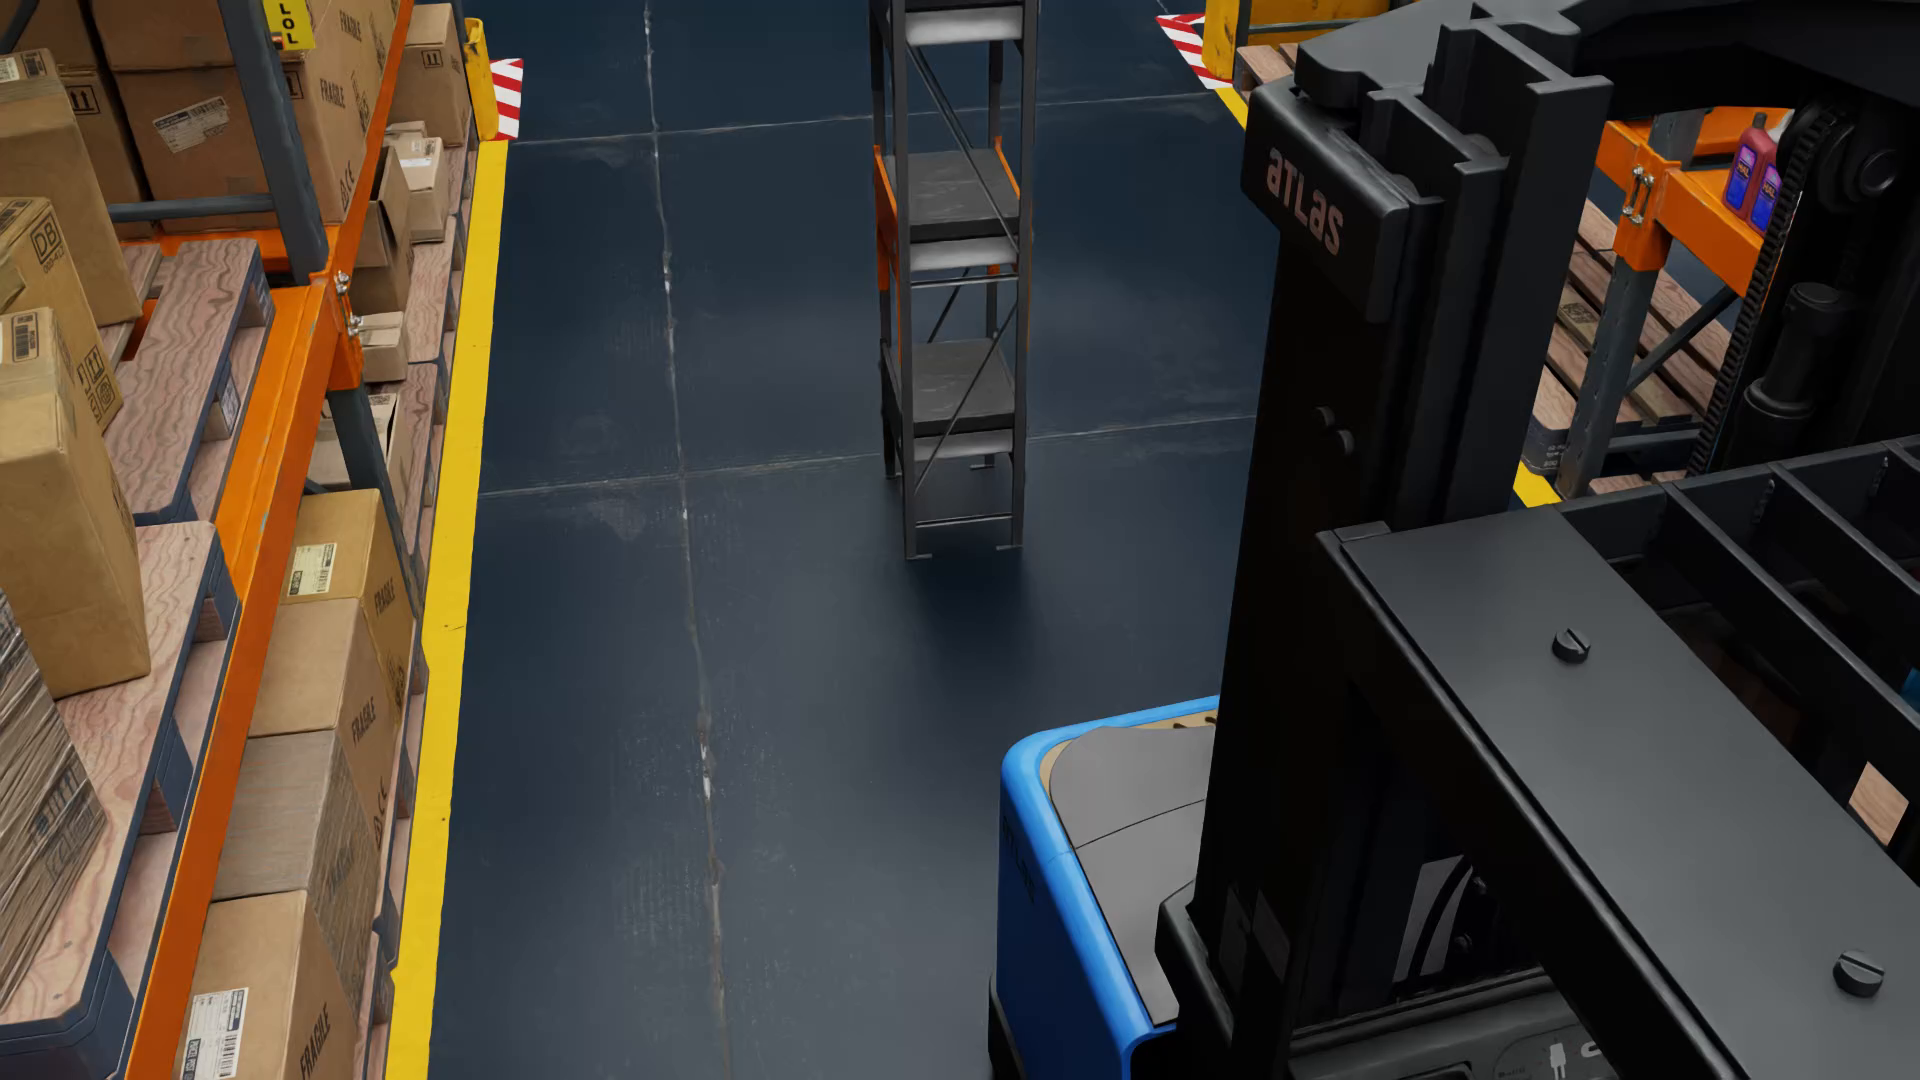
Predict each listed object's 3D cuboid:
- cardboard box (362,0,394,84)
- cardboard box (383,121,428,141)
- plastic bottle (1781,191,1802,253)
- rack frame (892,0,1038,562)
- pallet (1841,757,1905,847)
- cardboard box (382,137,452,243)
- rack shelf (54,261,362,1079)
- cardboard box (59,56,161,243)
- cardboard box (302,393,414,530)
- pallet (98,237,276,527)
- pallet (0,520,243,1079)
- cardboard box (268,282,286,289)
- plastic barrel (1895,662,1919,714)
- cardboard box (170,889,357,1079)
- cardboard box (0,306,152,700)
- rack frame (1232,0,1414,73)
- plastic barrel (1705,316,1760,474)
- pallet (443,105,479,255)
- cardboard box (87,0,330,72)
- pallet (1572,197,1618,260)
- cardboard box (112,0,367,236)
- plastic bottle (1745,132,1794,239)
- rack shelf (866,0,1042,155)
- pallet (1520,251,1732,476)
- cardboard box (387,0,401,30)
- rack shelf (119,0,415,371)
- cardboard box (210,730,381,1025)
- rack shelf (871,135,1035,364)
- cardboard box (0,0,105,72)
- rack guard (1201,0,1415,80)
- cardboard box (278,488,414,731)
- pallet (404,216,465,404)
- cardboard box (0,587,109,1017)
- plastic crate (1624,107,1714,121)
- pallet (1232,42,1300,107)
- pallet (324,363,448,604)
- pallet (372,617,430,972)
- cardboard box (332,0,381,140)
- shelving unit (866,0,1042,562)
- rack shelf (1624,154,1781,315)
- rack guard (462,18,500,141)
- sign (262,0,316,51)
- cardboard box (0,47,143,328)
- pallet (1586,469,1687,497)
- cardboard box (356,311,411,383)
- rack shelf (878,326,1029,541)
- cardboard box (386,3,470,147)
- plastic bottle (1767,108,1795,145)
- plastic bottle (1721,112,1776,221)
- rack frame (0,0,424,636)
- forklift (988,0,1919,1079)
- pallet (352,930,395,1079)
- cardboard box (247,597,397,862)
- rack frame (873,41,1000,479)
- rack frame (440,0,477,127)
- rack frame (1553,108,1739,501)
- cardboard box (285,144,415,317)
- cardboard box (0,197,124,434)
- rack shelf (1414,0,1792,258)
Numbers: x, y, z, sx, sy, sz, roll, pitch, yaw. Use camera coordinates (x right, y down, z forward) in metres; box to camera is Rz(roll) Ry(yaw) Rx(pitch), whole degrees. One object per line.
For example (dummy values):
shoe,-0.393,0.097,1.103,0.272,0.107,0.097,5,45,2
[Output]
cardboard box,-2.237,-1.847,5.601,0.500,0.500,0.500,-6,38,-8
cardboard box,-2.618,-1.773,7.539,0.380,0.166,0.250,-6,38,-8
plastic bottle,2.346,-0.895,4.619,0.097,0.201,0.097,0,38,0
rack frame,0.014,-0.782,5.045,0.400,2.100,0.015,-6,38,-8
pallet,2.952,0.921,4.393,1.003,0.211,1.213,-6,38,-8
cardboard box,-2.464,-1.484,7.098,0.500,0.250,0.500,-6,38,-8
rack shelf,-1.886,0.633,3.076,1.077,0.370,4.000,-6,38,-8
cardboard box,-2.577,-1.173,4.733,0.500,0.500,0.500,-6,38,-7
cardboard box,-2.098,-0.248,5.457,0.500,0.311,0.500,-6,38,-8
pallet,-2.204,-0.289,3.833,1.003,0.211,1.213,-6,38,-8
pallet,-1.881,0.459,2.871,1.003,0.211,1.213,-6,38,-8
cardboard box,-2.748,-0.737,6.087,0.500,0.311,0.500,-6,38,-8
plastic barrel,2.843,0.032,4.632,0.600,0.901,0.708,-6,38,-8
cardboard box,-1.611,1.131,3.528,0.500,0.500,0.500,-7,38,-9
cardboard box,-1.867,-0.004,2.886,0.700,0.500,0.500,-16,41,-19
rack frame,1.939,-3.805,8.203,1.000,3.000,0.127,-6,38,-8
plastic barrel,2.719,-0.396,5.183,0.600,0.901,0.708,-6,38,-8
pallet,-2.784,-1.646,7.697,1.003,0.211,1.213,-6,38,-8
cardboard box,-2.043,-1.608,4.478,0.500,0.500,0.500,-5,38,-7
pallet,2.256,-1.467,7.466,1.003,0.211,1.213,-6,38,-8
cardboard box,-2.058,-1.235,4.814,0.500,0.500,0.500,-5,38,-7
plastic bottle,2.308,-0.995,4.681,0.061,0.283,0.133,-6,38,-8
rack shelf,-0.029,-1.471,4.813,0.431,0.518,0.480,-6,38,-8
pallet,2.473,-0.728,6.515,1.003,0.211,1.213,-6,38,-8
cardboard box,-2.327,-2.154,5.996,0.500,0.500,0.500,-7,38,-9
rack shelf,-2.588,-1.783,6.186,1.077,0.370,4.000,-6,38,-8
cardboard box,-1.703,0.824,3.923,0.500,0.500,0.500,-6,38,-7
rack shelf,-0.029,-0.918,5.243,0.431,0.518,0.480,-6,38,-8
cardboard box,-2.581,-1.571,4.430,0.500,0.500,0.500,-6,38,-8
rack guard,1.922,-2.831,8.987,1.175,0.500,0.348,-6,38,-8
cardboard box,-1.868,0.222,4.698,0.500,0.500,0.500,-6,38,-8
pallet,-2.574,-0.911,6.751,1.003,0.211,1.213,-6,38,-8
cardboard box,-1.730,0.411,2.353,0.700,0.500,0.500,0,38,1
plastic crate,2.223,-1.652,5.396,0.392,0.384,0.575,-6,38,-8
pallet,2.045,-2.202,8.412,1.003,0.211,1.213,-6,38,-8
pallet,-2.357,-0.172,5.800,1.003,0.211,1.213,-6,38,-8
pallet,-2.057,0.730,4.639,1.003,0.211,1.213,-6,38,-8
cardboard box,-2.151,-1.544,5.211,0.500,0.500,0.500,-6,38,-7
shelving unit,-0.029,-0.929,5.235,0.431,2.100,0.503,-6,38,-8
rack shelf,2.991,0.103,3.759,1.077,0.370,4.000,-6,38,-8
rack guard,-2.925,-2.242,8.228,1.175,0.500,0.348,-6,38,-8
sign,-1.691,-1.378,4.135,0.100,0.325,0.005,-6,38,-8
cardboard box,-2.374,-0.754,3.852,0.700,0.500,0.500,-19,42,-23
pallet,2.734,0.182,5.343,1.003,0.211,1.213,-6,38,-8
cardboard box,-2.259,-0.712,6.172,0.380,0.166,0.250,-6,38,-8
rack shelf,-0.029,-0.366,5.672,0.431,0.518,0.480,-6,38,-8
cardboard box,-2.601,-2.160,7.764,0.500,0.500,0.500,-6,38,-8
plastic bottle,2.390,-1.098,4.759,0.144,0.351,0.185,-6,38,-8
plastic bottle,2.284,-1.076,4.785,0.061,0.283,0.133,-6,38,-8
rack frame,-2.237,-0.859,4.411,1.000,3.000,0.127,-6,38,-8
forklift,0.969,0.890,2.215,1.130,2.935,3.031,-10,39,-13
pallet,-1.840,1.468,3.688,1.003,0.211,1.213,-6,38,-8
cardboard box,-1.790,0.521,4.313,0.500,0.500,0.500,-6,38,-8
rack frame,-0.072,-1.077,5.424,0.400,2.100,0.015,-6,38,-8
rack frame,-2.938,-3.275,7.520,1.000,3.000,0.127,-6,38,-8
rack frame,2.640,-1.389,5.093,1.000,3.000,0.127,-6,38,-8
cardboard box,-2.572,-1.181,6.501,0.797,0.503,0.637,-6,38,-8
cardboard box,-2.191,-0.345,3.326,0.700,0.500,0.500,-1,38,-1
rack shelf,2.290,-2.313,6.869,1.077,0.370,4.000,-6,38,-8
